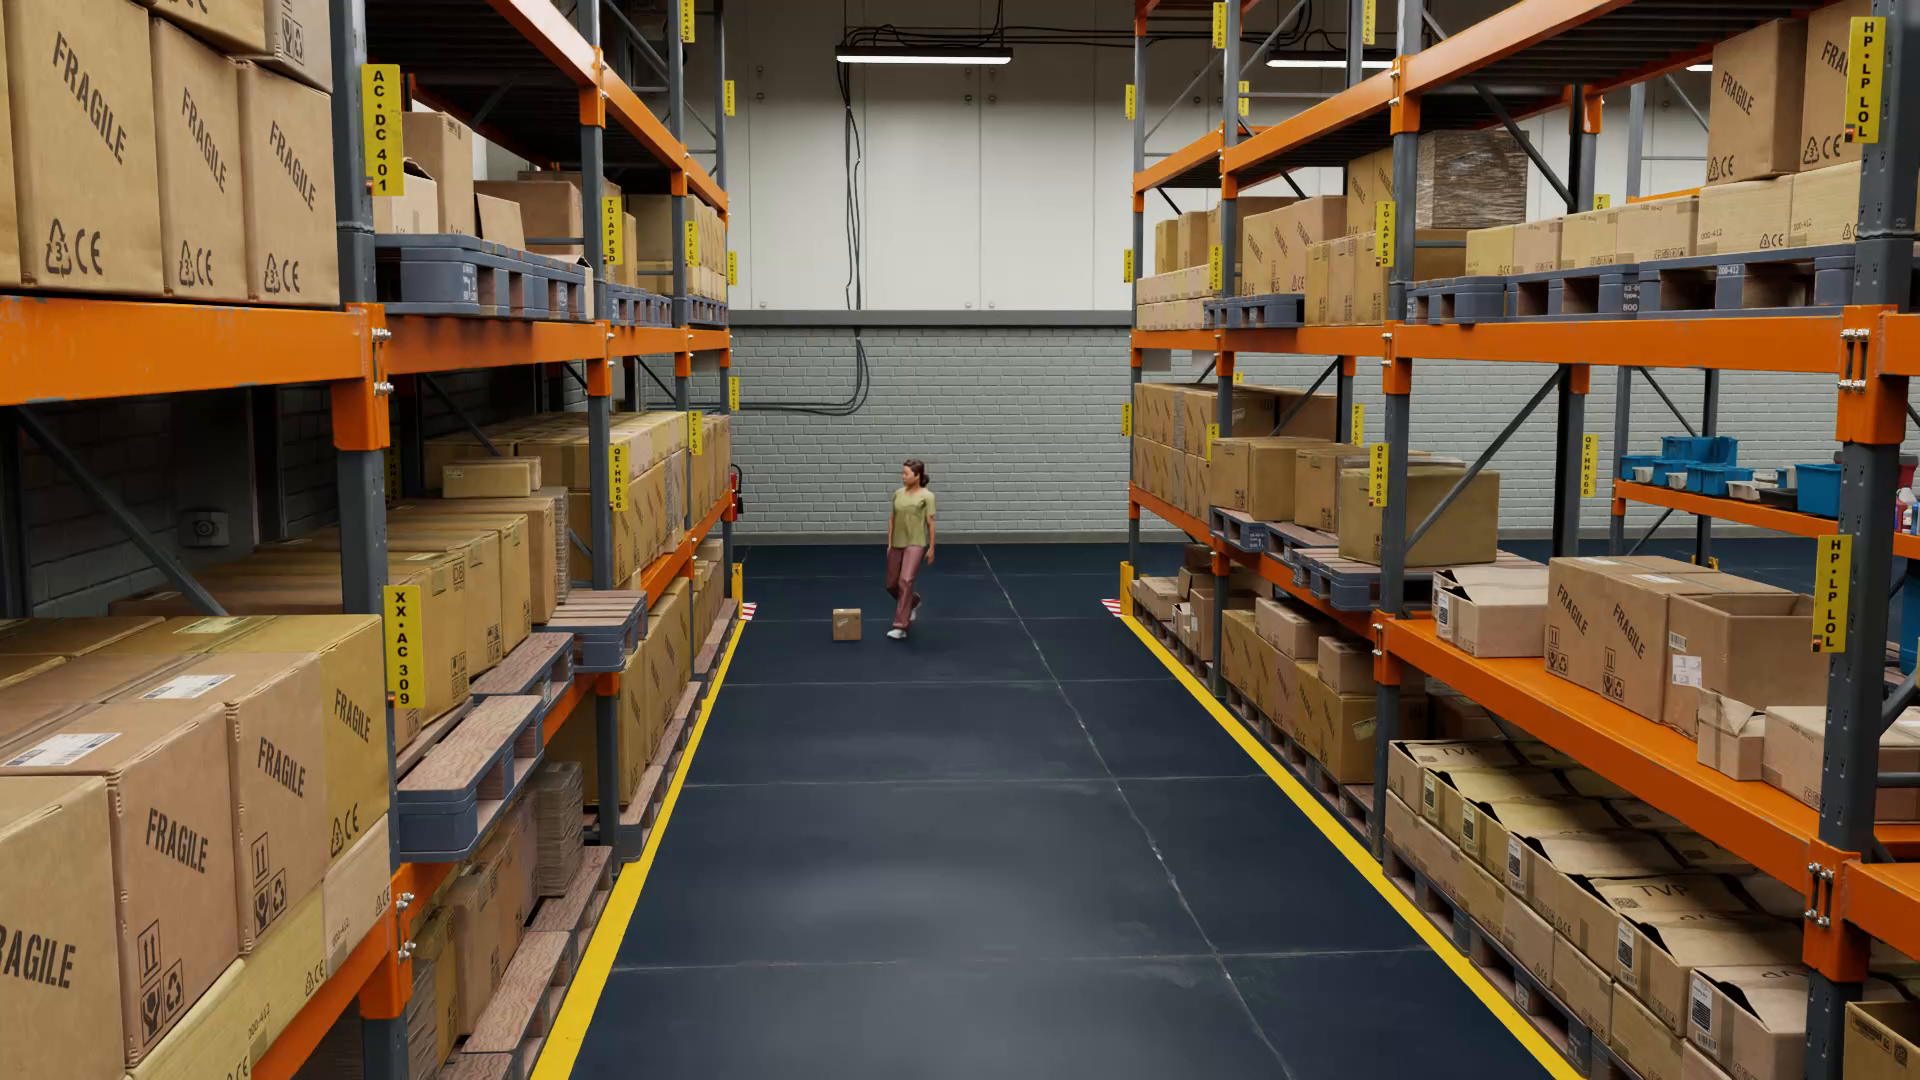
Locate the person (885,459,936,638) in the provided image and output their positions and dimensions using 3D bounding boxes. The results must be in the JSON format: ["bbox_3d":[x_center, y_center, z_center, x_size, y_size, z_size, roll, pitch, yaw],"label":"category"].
[{"bbox_3d":[-0.491,0.060,15.351,0.461,1.616,0.920,4,8,28],"label":"person"}]
